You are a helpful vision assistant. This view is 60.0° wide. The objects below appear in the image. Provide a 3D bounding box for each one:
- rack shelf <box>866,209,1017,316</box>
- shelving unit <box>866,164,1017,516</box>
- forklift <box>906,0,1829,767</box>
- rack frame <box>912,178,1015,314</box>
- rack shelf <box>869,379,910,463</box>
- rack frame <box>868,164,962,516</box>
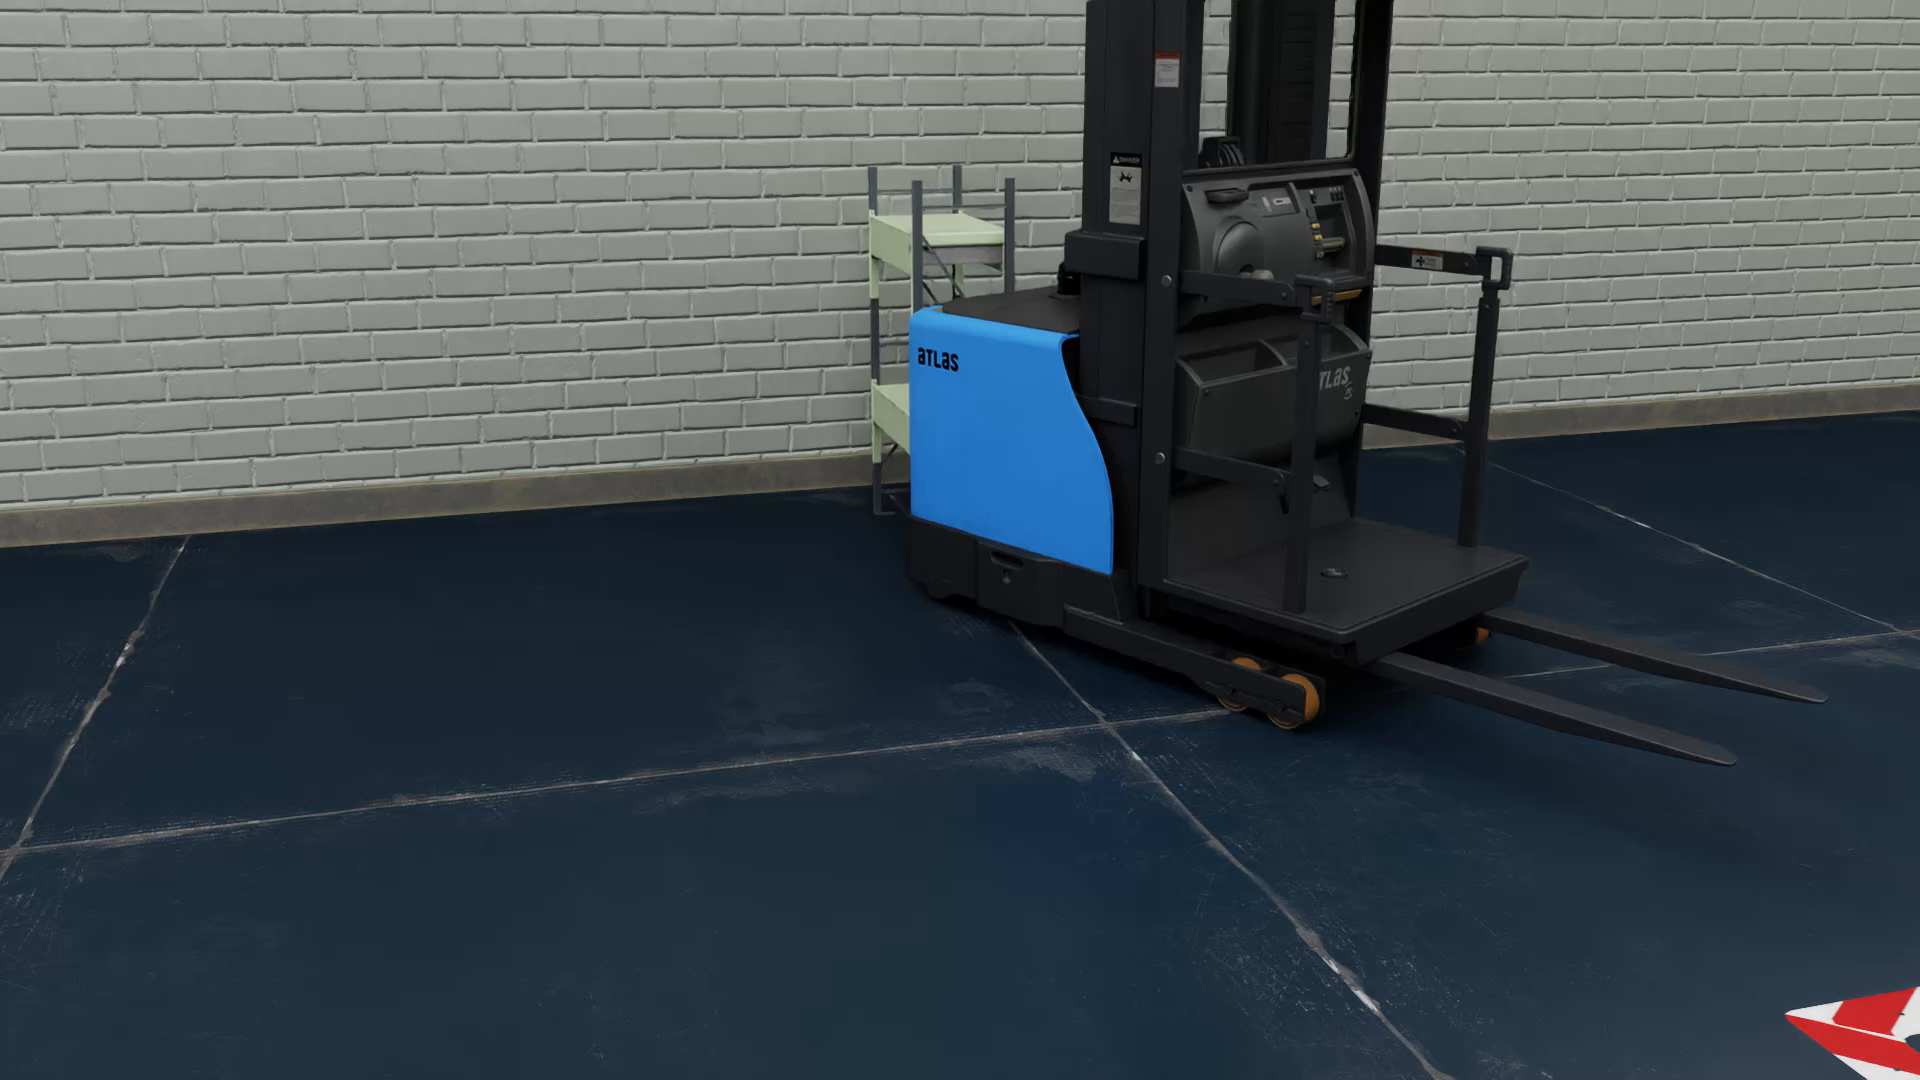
[{"bbox_3d":[-0.086,-1.117,6.707,0.431,0.370,0.720,-5,17,-15],"label":"rack shelf"},{"bbox_3d":[-0.086,-0.743,6.819,0.431,1.500,0.755,-5,17,-15],"label":"shelving unit"},{"bbox_3d":[1.176,-0.996,5.173,1.130,2.935,3.031,-15,22,-41],"label":"forklift"},{"bbox_3d":[0.014,-0.642,6.482,0.400,1.500,0.023,-5,17,-15],"label":"rack frame"},{"bbox_3d":[-0.086,-0.431,6.913,0.431,0.370,0.720,-5,17,-15],"label":"rack shelf"},{"bbox_3d":[-0.187,-0.844,7.156,0.400,1.500,0.023,-5,17,-15],"label":"rack frame"}]
